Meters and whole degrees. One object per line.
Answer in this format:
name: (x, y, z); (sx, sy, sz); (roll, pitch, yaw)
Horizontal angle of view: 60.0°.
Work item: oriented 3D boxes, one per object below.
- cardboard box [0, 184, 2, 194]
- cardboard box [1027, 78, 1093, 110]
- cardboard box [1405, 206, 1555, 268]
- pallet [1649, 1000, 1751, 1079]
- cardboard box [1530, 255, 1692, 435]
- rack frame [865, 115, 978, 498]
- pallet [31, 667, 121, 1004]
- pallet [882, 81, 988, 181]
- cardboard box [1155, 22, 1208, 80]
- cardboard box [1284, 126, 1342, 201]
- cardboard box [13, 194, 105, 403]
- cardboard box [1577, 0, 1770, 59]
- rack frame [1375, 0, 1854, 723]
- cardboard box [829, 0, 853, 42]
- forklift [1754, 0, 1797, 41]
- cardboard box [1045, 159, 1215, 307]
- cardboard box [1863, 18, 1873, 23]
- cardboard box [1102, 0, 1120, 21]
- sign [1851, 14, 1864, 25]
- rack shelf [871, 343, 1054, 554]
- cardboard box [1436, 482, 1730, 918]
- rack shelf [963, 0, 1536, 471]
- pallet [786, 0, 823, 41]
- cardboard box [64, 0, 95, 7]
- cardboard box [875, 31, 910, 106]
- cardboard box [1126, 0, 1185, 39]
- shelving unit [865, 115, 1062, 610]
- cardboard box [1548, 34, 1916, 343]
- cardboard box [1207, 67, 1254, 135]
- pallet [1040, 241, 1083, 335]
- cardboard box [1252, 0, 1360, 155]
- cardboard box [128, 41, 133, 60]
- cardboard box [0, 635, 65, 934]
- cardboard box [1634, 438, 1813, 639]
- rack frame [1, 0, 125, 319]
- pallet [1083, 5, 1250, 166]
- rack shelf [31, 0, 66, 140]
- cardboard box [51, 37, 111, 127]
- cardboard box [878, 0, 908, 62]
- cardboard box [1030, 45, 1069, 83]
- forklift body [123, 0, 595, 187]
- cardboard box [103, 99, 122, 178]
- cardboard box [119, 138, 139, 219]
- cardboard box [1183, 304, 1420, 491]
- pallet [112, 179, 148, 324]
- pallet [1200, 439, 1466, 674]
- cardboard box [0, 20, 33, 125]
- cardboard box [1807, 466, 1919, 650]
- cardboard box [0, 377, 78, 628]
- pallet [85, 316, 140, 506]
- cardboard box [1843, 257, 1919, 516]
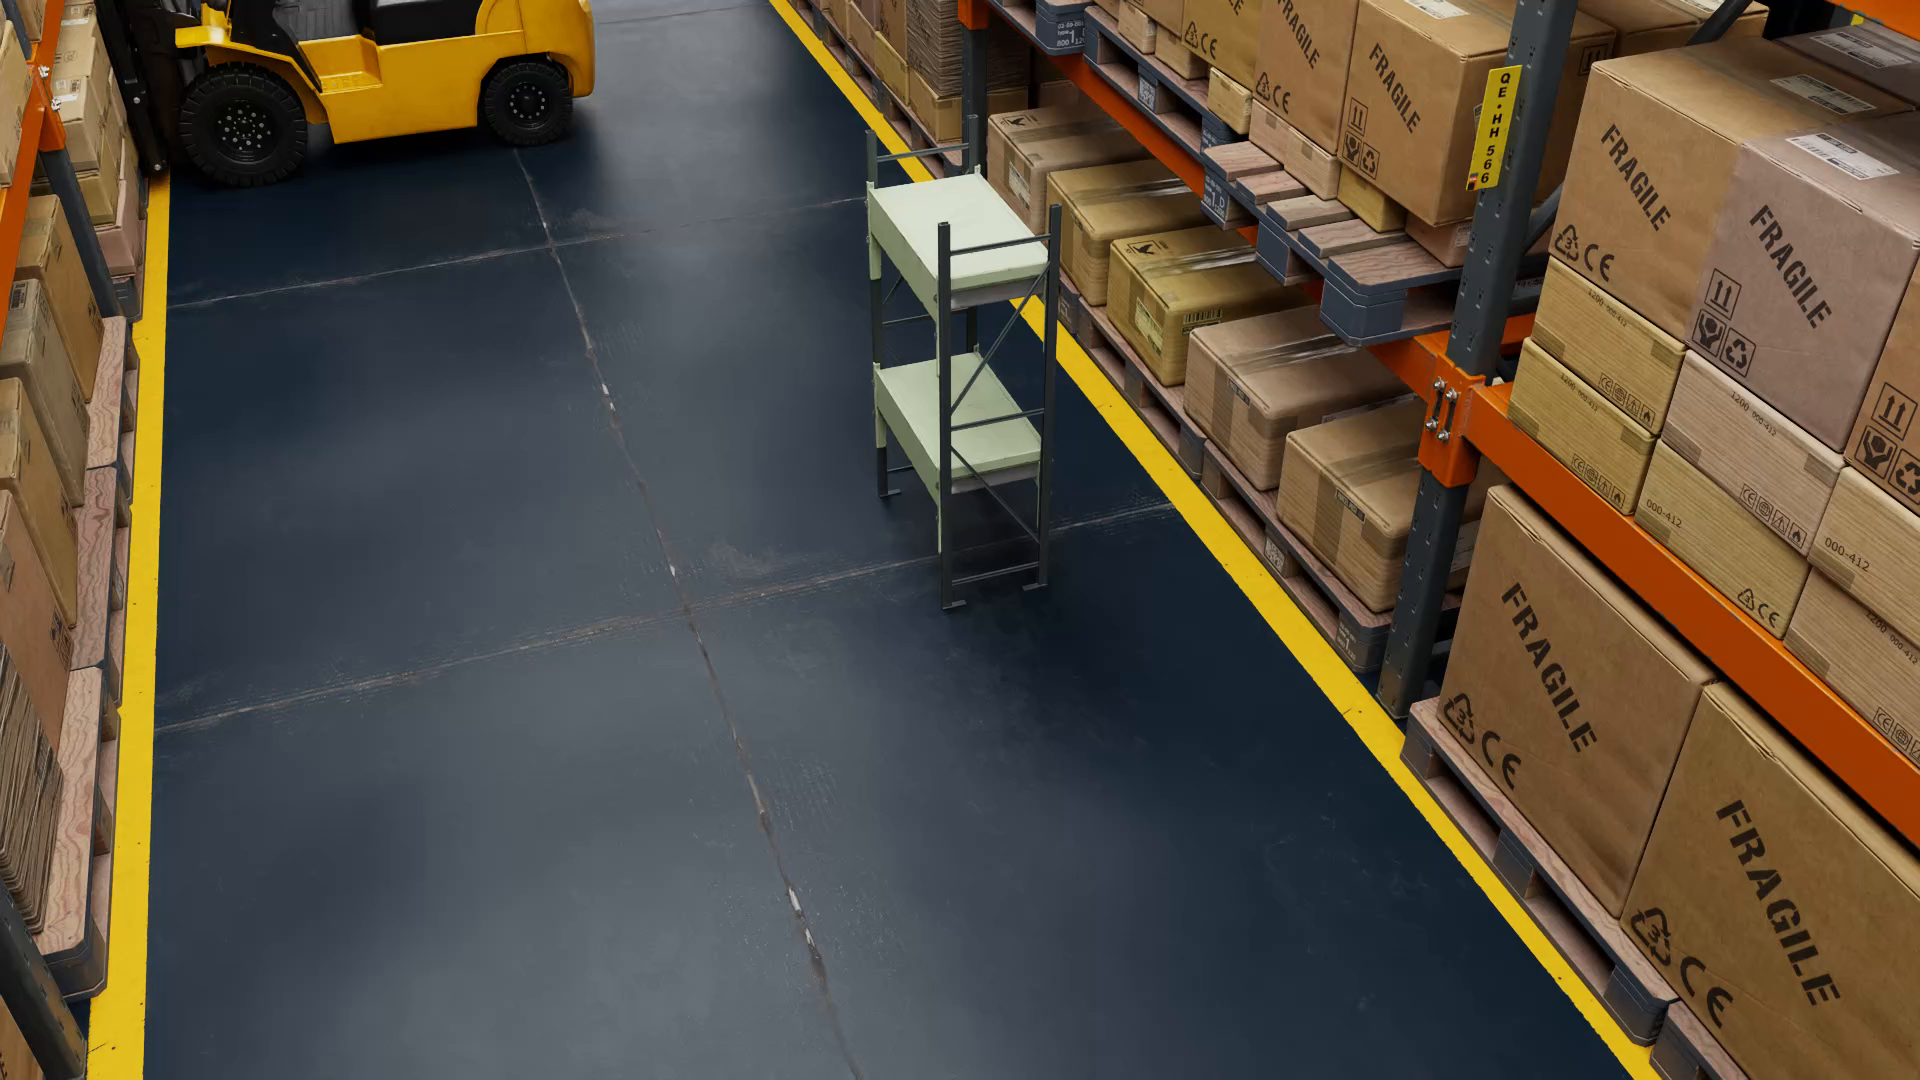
cardboard box: (-3.422, -1.108, 5.352); (0.500, 0.250, 0.500); (-12, 39, -16)
cardboard box: (0.549, -2.456, 8.954); (0.500, 0.250, 0.500); (-14, 39, -18)
cardboard box: (1.541, -0.942, 4.867); (0.380, 0.149, 0.250); (-11, 38, -14)
pallet: (2.491, 1.525, 4.050); (1.003, 0.211, 1.213); (-12, 39, -16)
cardboard box: (1.817, -0.541, 4.184); (0.500, 0.250, 0.500); (-13, 39, -16)
rack frame: (-0.128, -0.810, 6.078); (0.400, 1.500, 0.023); (-12, 39, -16)
pallet: (-3.031, 0.932, 4.837); (1.003, 0.211, 1.213); (-12, 39, -16)
pallet: (0.234, -2.256, 9.070); (1.003, 0.211, 1.213); (-12, 39, -16)
cardboard box: (0.933, -1.801, 6.008); (0.380, 0.149, 0.250); (-14, 39, -17)
cardboard box: (1.252, -1.212, 5.225); (0.380, 0.149, 0.250); (-13, 39, -16)
cardboard box: (-3.971, -0.895, 6.569); (0.875, 0.625, 0.625); (-11, 38, -14)
cardboard box: (1.937, -1.367, 4.892); (0.500, 0.500, 0.500); (-14, 39, -17)
rack frame: (1.875, -0.738, 4.737); (1.000, 3.000, 0.127); (-12, 39, -16)
cardboard box: (-0.492, -3.218, 9.966); (0.500, 0.250, 0.500); (-10, 38, -13)
forklift: (2.874, -2.323, 6.898); (1.130, 2.935, 3.031); (-11, 38, -15)
cardboard box: (0.932, -1.415, 7.470); (0.950, 0.372, 0.625); (-10, 38, -13)
cardboard box: (5.409, -3.017, 9.283); (1.050, 0.750, 0.750); (-13, 39, -16)
cardboard box: (0.771, -2.106, 6.413); (0.380, 0.149, 0.250); (-12, 39, -16)
sign: (2.395, -1.317, 4.544); (0.100, 0.325, 0.005); (-12, 39, -16)
rack shelf: (-0.002, -0.342, 6.000); (0.431, 0.370, 0.720); (-12, 39, -16)
cardboard box: (2.034, 0.350, 4.709); (0.875, 0.875, 0.875); (-13, 39, -16)
rack shelf: (1.186, -1.581, 6.453); (1.077, 0.370, 4.000); (-12, 39, -16)
pallet: (-0.606, -3.634, 10.900); (1.003, 0.211, 1.213); (-12, 39, -16)
cardboard box: (-4.555, -2.643, 8.371); (0.500, 0.250, 0.500); (-13, 39, -17)
cardboard box: (-0.150, -2.644, 9.204); (0.500, 0.250, 0.500); (-13, 39, -17)
cardboard box: (0.907, -2.147, 5.928); (0.500, 0.500, 0.500); (-14, 39, -18)
shelving unit: (-0.002, -0.603, 5.804); (0.431, 1.500, 0.755); (-12, 39, -16)
cardboard box: (1.815, -0.848, 3.969); (0.500, 0.500, 0.500); (-14, 39, -17)
cardboard box: (1.065, -1.508, 5.619); (0.380, 0.149, 0.250); (-12, 39, -15)
pallet: (0.767, -1.444, 7.992); (1.003, 0.211, 1.213); (-12, 39, -16)
cardboard box: (1.269, -1.554, 5.140); (0.500, 0.500, 0.500); (-13, 39, -17)
cardboard box: (-4.717, -2.714, 8.880); (0.500, 0.250, 0.500); (-13, 39, -17)
cardboard box: (-2.986, 0.717, 4.429); (0.875, 0.625, 0.625); (-11, 38, -15)
cardboard box: (2.000, -0.063, 3.966); (0.500, 0.250, 0.500); (-14, 39, -17)
rack frame: (-4.161, -1.968, 6.370); (1.000, 3.000, 0.127); (-12, 39, -16)
pallet: (1.155, -1.771, 6.268); (1.003, 0.211, 1.213); (-12, 39, -16)
rack shelf: (-4.849, -2.810, 8.086); (1.077, 0.370, 4.000); (-12, 39, -16)
cardboard box: (-4.199, -2.066, 7.605); (0.500, 0.250, 0.500); (-12, 39, -16)
cardboard box: (-0.134, -2.932, 8.963); (0.500, 0.500, 0.500); (-12, 39, -15)
cardboard box: (0.549, -2.756, 8.729); (0.500, 0.500, 0.500); (-11, 38, -14)
forklift body: (-3.172, -3.195, 8.704); (2.313, 2.155, 1.214); (-12, 39, -16)
cardboard box: (-4.213, -1.858, 7.745); (0.500, 0.250, 0.500); (-13, 39, -16)
cardboard box: (-4.206, -1.663, 7.901); (0.500, 0.250, 0.500); (-13, 39, -17)
cardboard box: (1.428, -0.593, 6.379); (0.950, 0.372, 0.625); (-13, 39, -17)
pallet: (-4.395, -1.312, 7.816); (1.003, 0.211, 1.213); (-12, 39, -16)
pallet: (1.607, -0.066, 6.162); (1.003, 0.211, 1.213); (-12, 39, -16)
cardboard box: (-3.742, -1.678, 6.109); (0.500, 0.250, 0.500); (-12, 39, -15)
cardboard box: (2.154, 0.036, 3.419); (0.500, 0.250, 0.500); (-13, 39, -16)
cardboard box: (-3.451, -0.031, 5.422); (0.875, 0.625, 0.625); (-14, 39, -18)
pallet: (-3.871, -0.446, 6.667); (1.003, 0.211, 1.213); (-12, 39, -16)
cardboard box: (2.158, -0.275, 3.207); (0.500, 0.500, 0.500); (-11, 38, -15)
